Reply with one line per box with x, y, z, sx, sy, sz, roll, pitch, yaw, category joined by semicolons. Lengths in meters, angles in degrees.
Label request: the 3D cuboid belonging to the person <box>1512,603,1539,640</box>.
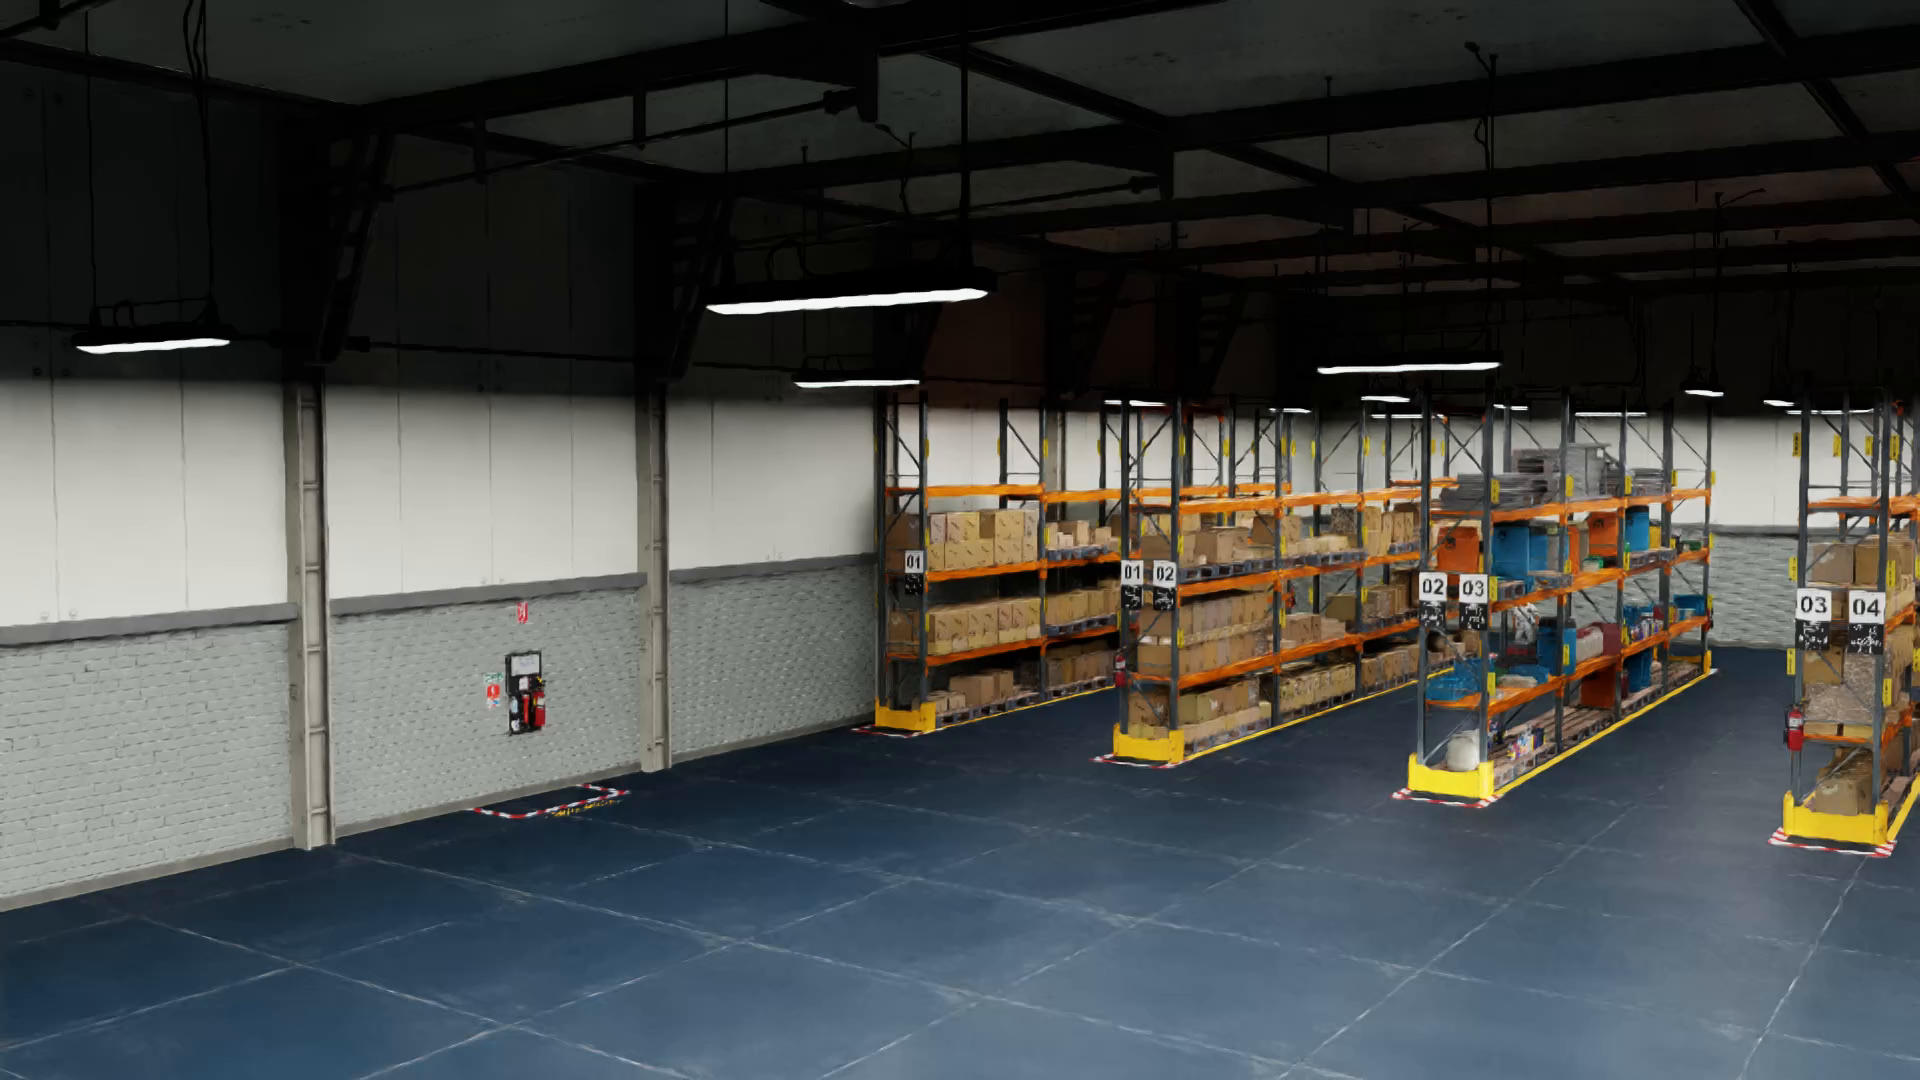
13.167;2.055;38.763;0.625;1.611;0.575;2;4;32;person
